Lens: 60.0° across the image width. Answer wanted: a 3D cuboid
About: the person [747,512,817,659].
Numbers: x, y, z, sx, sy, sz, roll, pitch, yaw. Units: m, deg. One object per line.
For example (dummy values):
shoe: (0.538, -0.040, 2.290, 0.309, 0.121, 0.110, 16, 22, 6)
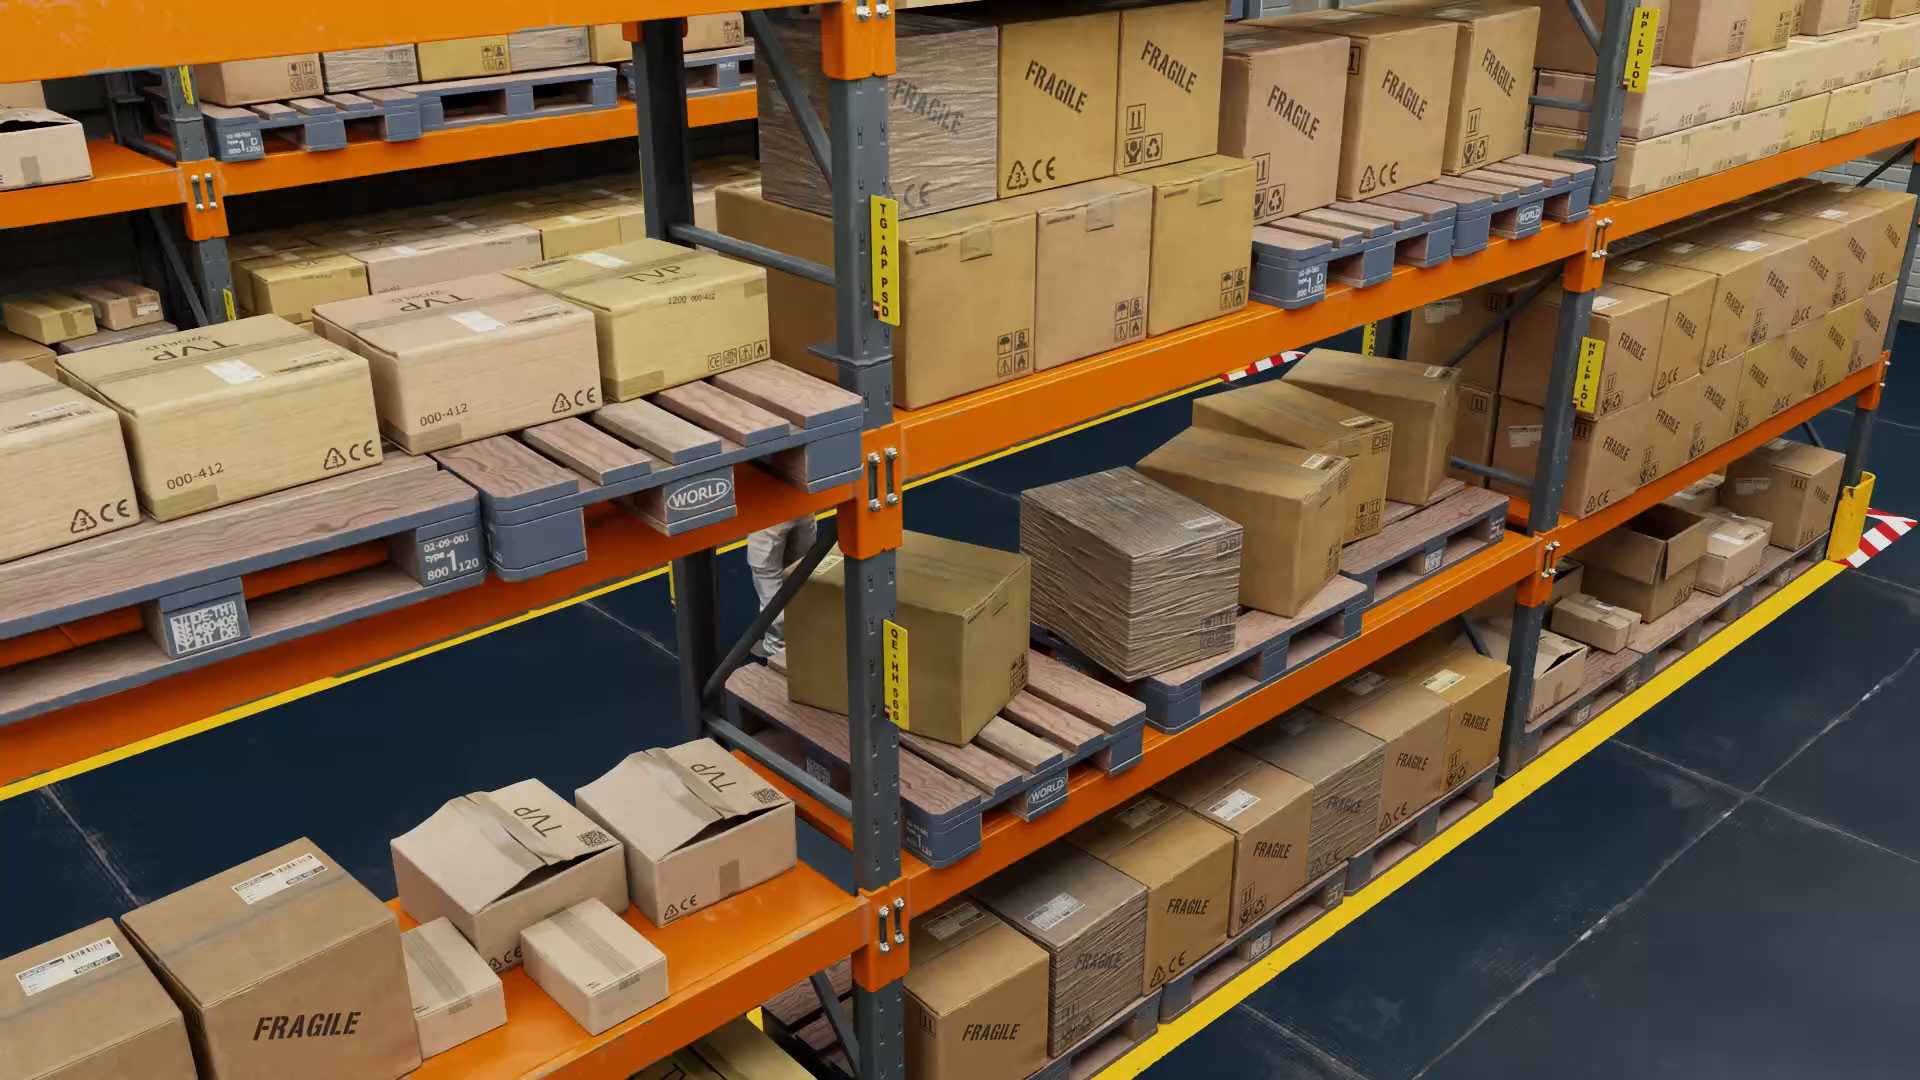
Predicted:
person: (-1.023, -0.207, 9.045, 0.494, 1.782, 0.561, -20, 31, -38)
